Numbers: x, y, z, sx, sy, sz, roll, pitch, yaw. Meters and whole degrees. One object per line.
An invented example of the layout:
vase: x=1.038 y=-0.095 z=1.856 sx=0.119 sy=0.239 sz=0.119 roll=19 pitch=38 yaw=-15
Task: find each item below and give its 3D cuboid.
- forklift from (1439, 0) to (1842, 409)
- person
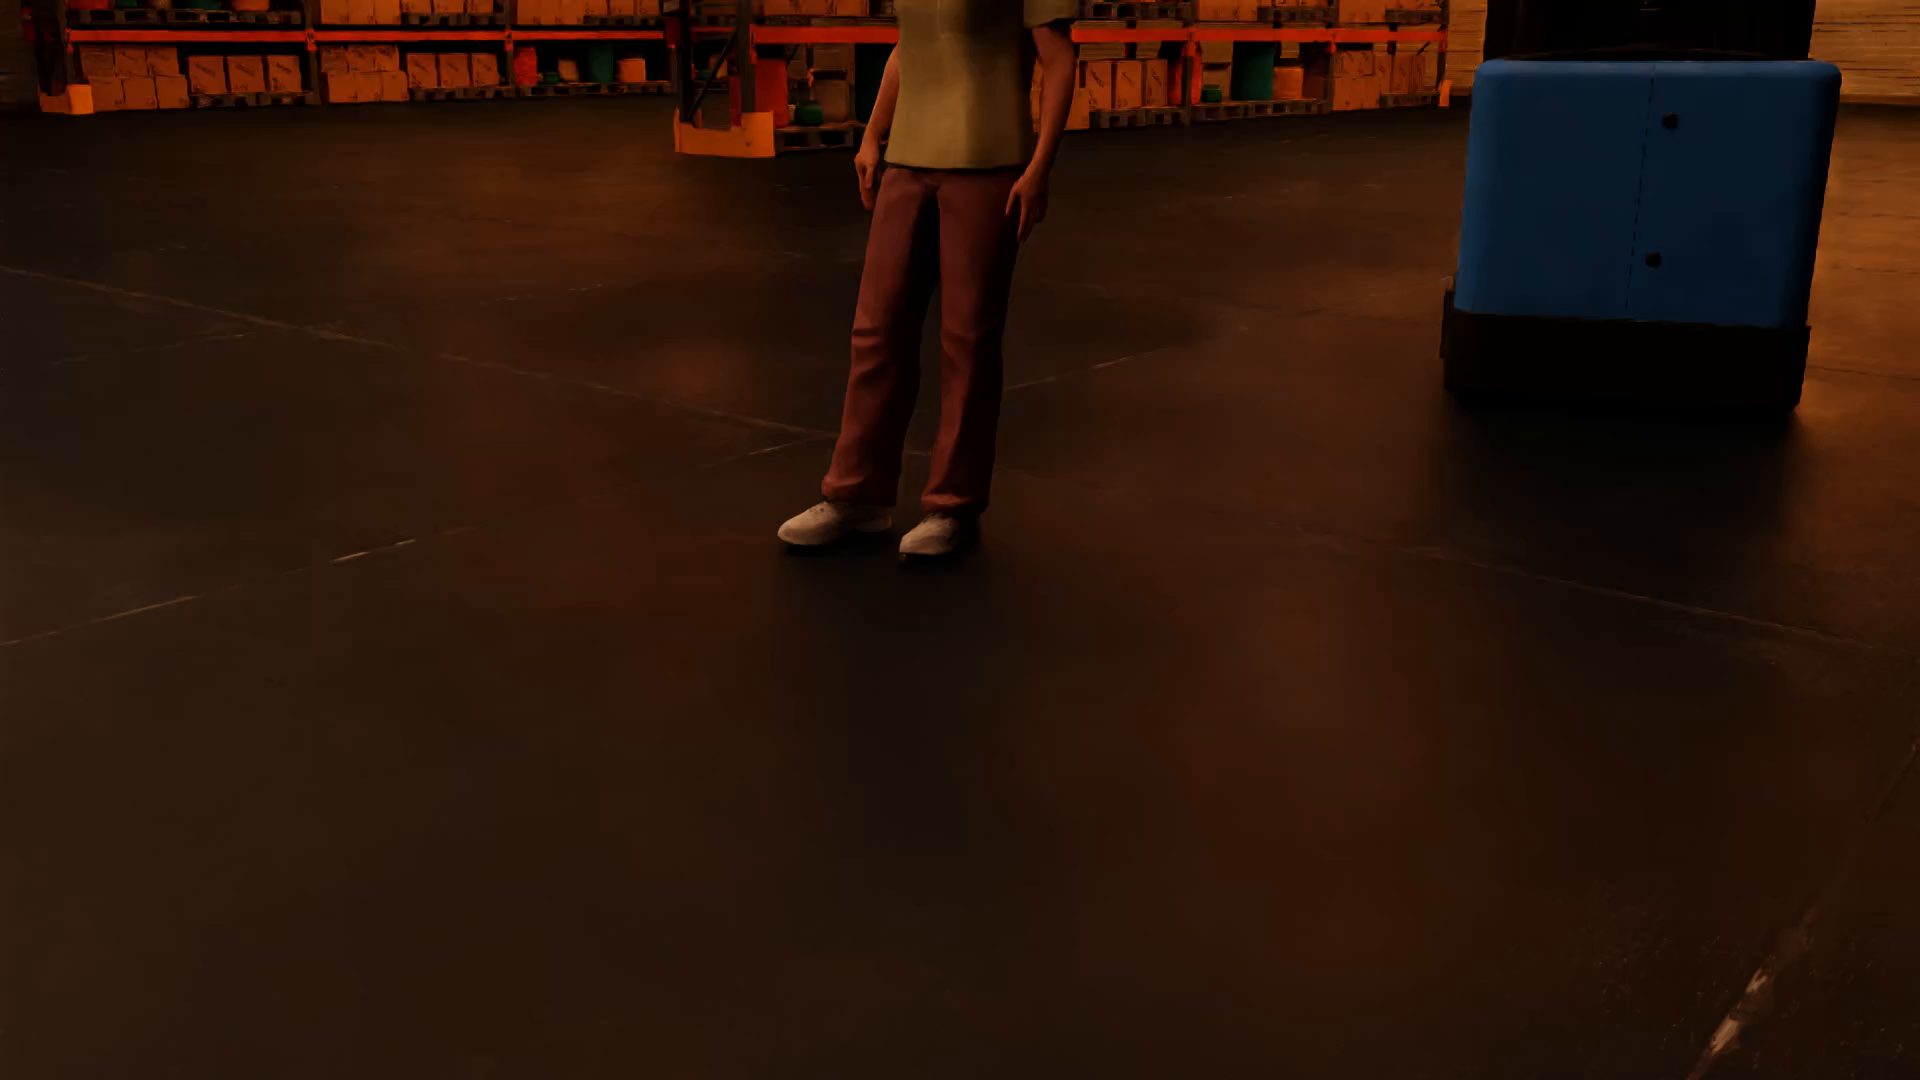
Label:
forklift: x=2.537 y=-2.190 z=6.110 sx=1.130 sy=2.935 sz=3.031 roll=6 pitch=18 yaw=19
person: x=-0.055 y=-0.794 z=3.648 sx=0.554 sy=1.674 sz=0.548 roll=13 pitch=21 yaw=37
